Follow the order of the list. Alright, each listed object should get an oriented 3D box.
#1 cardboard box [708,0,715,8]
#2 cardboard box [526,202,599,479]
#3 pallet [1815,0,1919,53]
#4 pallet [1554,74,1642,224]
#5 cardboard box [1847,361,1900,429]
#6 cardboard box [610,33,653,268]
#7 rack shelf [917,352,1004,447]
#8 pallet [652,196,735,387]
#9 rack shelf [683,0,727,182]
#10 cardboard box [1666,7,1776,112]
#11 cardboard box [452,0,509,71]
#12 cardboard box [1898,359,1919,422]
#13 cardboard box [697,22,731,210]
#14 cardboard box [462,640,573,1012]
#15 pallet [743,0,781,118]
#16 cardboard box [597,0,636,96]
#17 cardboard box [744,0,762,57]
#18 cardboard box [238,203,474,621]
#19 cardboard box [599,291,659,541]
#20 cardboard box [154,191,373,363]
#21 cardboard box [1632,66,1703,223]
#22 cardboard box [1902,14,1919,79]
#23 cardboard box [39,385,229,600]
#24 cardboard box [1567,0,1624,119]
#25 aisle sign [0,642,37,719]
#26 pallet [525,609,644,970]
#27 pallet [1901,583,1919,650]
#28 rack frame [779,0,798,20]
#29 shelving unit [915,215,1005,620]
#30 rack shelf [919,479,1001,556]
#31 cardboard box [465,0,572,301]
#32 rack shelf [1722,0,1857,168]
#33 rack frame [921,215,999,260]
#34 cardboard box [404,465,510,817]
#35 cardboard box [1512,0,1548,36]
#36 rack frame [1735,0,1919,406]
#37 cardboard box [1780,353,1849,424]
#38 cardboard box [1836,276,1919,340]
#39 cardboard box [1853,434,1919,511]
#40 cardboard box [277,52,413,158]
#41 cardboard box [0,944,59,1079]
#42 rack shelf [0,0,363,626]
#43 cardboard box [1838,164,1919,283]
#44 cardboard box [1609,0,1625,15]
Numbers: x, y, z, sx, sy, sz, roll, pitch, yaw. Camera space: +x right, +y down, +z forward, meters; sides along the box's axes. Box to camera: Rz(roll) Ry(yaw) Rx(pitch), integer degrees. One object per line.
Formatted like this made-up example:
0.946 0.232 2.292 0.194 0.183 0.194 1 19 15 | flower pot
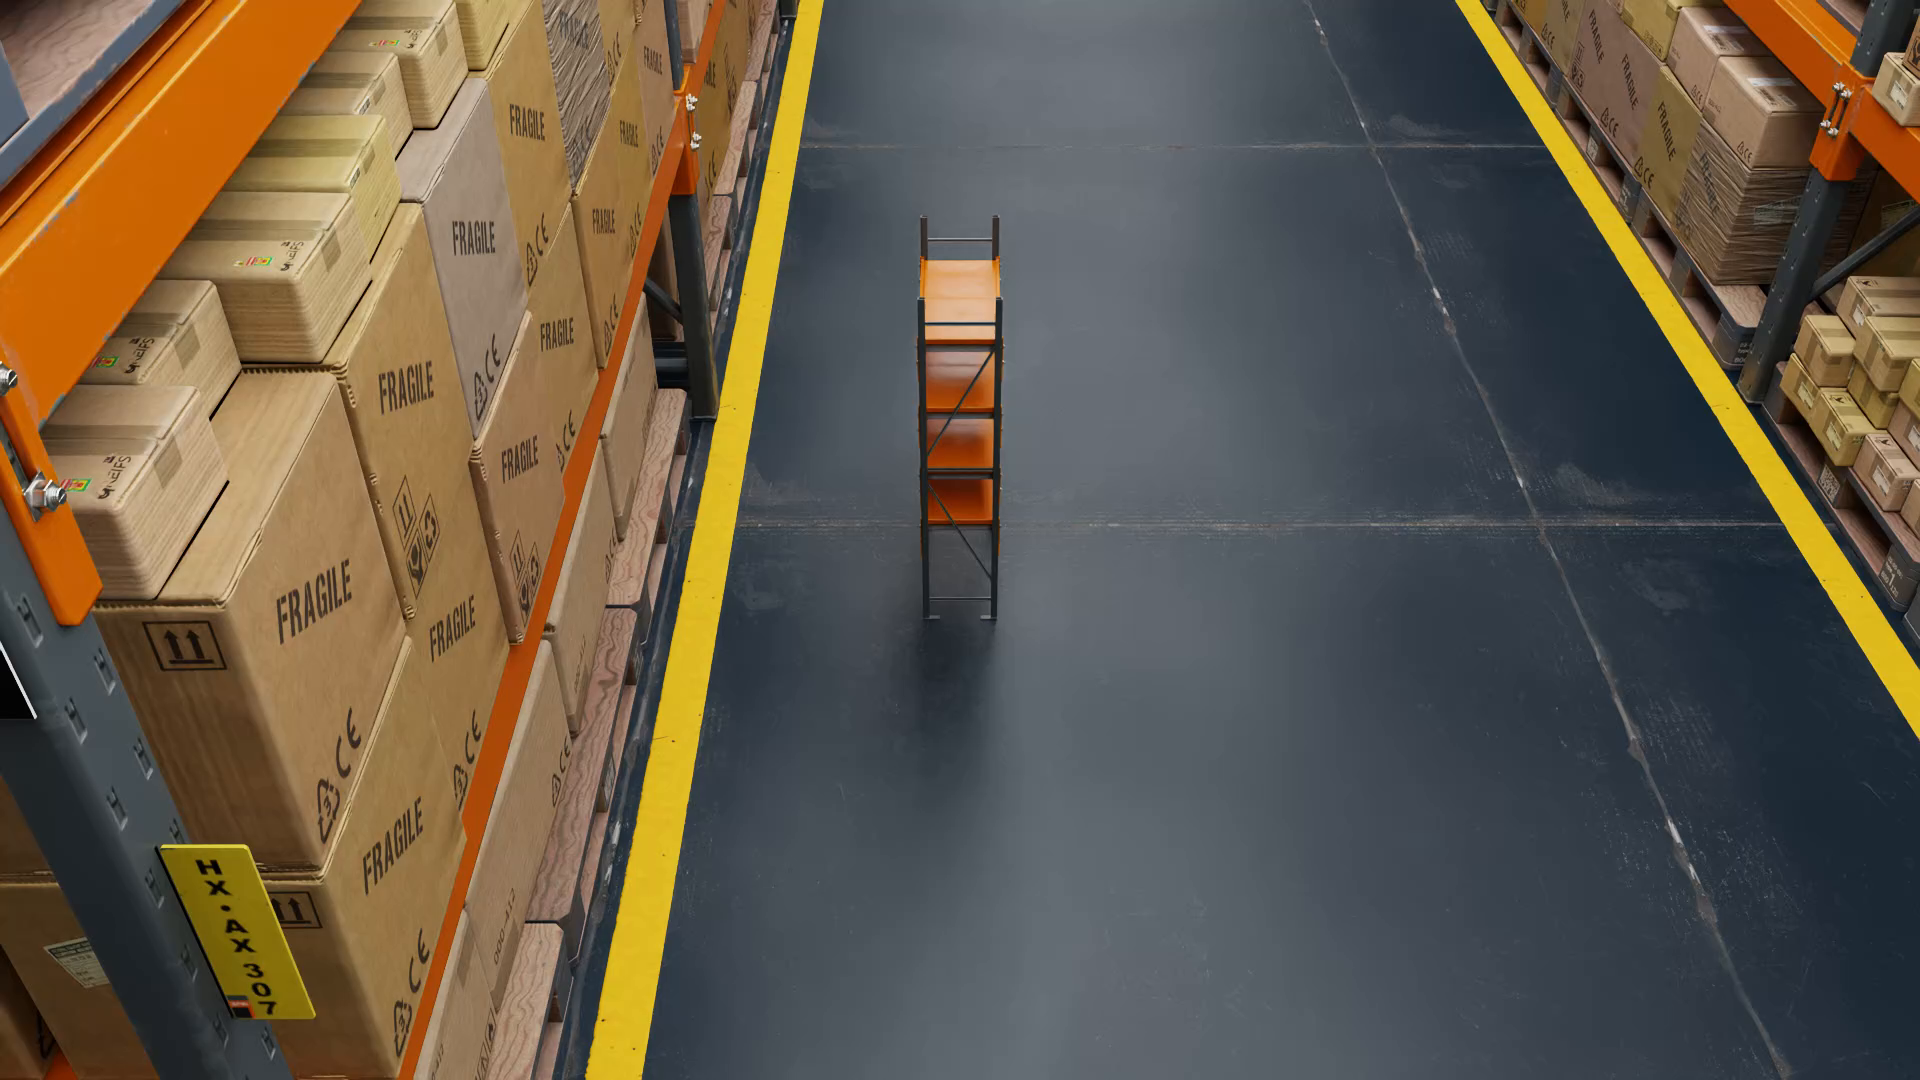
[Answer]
-1.163 -2.200 6.216 0.500 0.250 0.500 -1 39 -1 | cardboard box
-1.161 -0.445 3.827 0.500 0.500 0.500 1 39 1 | cardboard box
3.670 -2.129 6.162 1.003 0.211 1.213 0 39 0 | pallet
3.519 -1.890 7.939 1.003 0.211 1.213 0 39 0 | pallet
3.296 -0.508 5.692 0.380 0.149 0.250 0 39 0 | cardboard box
-1.162 -1.087 4.627 0.500 0.500 0.500 -1 39 -1 | cardboard box
0.000 -0.487 5.148 0.258 0.148 0.480 0 39 0 | rack shelf
-1.500 -1.054 6.896 1.003 0.211 1.213 0 39 0 | pallet
-1.426 -2.629 7.208 1.077 0.370 4.000 0 39 0 | rack shelf
3.285 -1.994 6.903 0.500 0.250 0.500 2 39 2 | cardboard box
-1.103 -1.032 3.241 0.380 0.149 0.250 -1 39 -1 | cardboard box
3.310 -0.464 5.398 0.380 0.149 0.250 -1 39 -1 | cardboard box
-1.514 -1.947 7.144 0.875 0.875 0.875 1 39 1 | cardboard box
-1.530 0.693 4.199 0.875 0.438 0.875 1 39 1 | cardboard box
-1.503 -2.579 8.800 1.003 0.211 1.213 0 39 0 | pallet
-1.155 -1.476 4.314 0.500 0.500 0.500 -1 39 -1 | cardboard box
-1.511 -3.063 8.537 0.875 0.875 0.875 0 39 0 | cardboard box
-1.143 -0.211 2.735 0.500 0.500 0.500 -1 39 -1 | cardboard box
-1.531 -0.431 5.602 0.875 0.438 0.875 -1 39 -1 | cardboard box
-1.100 -0.389 2.438 0.380 0.149 0.250 1 39 1 | cardboard box
3.273 -1.698 7.133 0.500 0.500 0.500 -1 39 -1 | cardboard box
3.274 -1.571 4.994 0.500 0.500 0.500 -1 39 -1 | cardboard box
-1.143 -0.062 2.031 0.380 0.149 0.250 1 39 1 | cardboard box
3.276 -2.338 7.932 0.500 0.500 0.500 -1 39 -1 | cardboard box
-1.129 -0.128 1.432 0.394 0.787 0.004 0 39 0 | aisle sign
-1.497 0.669 4.746 1.003 0.211 1.213 0 39 0 | pallet
3.566 0.547 4.899 1.003 0.211 1.213 0 39 0 | pallet
-1.429 -4.161 8.543 1.000 3.000 0.127 0 39 0 | rack frame
0.000 -0.365 5.246 0.258 1.200 0.503 0 39 0 | shelving unit
0.000 -0.157 5.412 0.258 0.148 0.480 0 39 0 | rack shelf
-1.153 -0.844 3.526 0.500 0.500 0.500 0 39 0 | cardboard box
3.524 -2.696 7.291 1.077 0.370 4.000 0 39 0 | rack shelf
0.000 -0.517 5.436 0.240 1.200 0.015 0 39 0 | rack frame
-1.161 0.186 3.039 0.500 0.500 0.500 -1 39 -1 | cardboard box
3.267 -2.973 8.725 0.500 0.500 0.500 -2 39 -2 | cardboard box
3.526 -1.726 5.505 1.000 3.000 0.127 0 39 0 | rack frame
3.205 -0.550 5.981 0.380 0.149 0.250 -2 39 -2 | cardboard box
3.319 -0.794 5.810 0.380 0.149 0.250 1 39 2 | cardboard box
3.258 -0.228 5.579 0.380 0.149 0.250 0 39 0 | cardboard box
-1.172 -0.718 2.849 0.380 0.149 0.250 0 39 0 | cardboard box
-1.685 0.502 2.645 0.500 0.500 0.500 0 39 0 | cardboard box
-1.422 -1.298 3.148 1.077 0.370 4.000 0 39 0 | rack shelf
3.790 -1.377 6.732 0.500 0.500 0.500 1 39 2 | cardboard box
3.268 -2.651 7.722 0.500 0.250 0.500 0 39 0 | cardboard box
